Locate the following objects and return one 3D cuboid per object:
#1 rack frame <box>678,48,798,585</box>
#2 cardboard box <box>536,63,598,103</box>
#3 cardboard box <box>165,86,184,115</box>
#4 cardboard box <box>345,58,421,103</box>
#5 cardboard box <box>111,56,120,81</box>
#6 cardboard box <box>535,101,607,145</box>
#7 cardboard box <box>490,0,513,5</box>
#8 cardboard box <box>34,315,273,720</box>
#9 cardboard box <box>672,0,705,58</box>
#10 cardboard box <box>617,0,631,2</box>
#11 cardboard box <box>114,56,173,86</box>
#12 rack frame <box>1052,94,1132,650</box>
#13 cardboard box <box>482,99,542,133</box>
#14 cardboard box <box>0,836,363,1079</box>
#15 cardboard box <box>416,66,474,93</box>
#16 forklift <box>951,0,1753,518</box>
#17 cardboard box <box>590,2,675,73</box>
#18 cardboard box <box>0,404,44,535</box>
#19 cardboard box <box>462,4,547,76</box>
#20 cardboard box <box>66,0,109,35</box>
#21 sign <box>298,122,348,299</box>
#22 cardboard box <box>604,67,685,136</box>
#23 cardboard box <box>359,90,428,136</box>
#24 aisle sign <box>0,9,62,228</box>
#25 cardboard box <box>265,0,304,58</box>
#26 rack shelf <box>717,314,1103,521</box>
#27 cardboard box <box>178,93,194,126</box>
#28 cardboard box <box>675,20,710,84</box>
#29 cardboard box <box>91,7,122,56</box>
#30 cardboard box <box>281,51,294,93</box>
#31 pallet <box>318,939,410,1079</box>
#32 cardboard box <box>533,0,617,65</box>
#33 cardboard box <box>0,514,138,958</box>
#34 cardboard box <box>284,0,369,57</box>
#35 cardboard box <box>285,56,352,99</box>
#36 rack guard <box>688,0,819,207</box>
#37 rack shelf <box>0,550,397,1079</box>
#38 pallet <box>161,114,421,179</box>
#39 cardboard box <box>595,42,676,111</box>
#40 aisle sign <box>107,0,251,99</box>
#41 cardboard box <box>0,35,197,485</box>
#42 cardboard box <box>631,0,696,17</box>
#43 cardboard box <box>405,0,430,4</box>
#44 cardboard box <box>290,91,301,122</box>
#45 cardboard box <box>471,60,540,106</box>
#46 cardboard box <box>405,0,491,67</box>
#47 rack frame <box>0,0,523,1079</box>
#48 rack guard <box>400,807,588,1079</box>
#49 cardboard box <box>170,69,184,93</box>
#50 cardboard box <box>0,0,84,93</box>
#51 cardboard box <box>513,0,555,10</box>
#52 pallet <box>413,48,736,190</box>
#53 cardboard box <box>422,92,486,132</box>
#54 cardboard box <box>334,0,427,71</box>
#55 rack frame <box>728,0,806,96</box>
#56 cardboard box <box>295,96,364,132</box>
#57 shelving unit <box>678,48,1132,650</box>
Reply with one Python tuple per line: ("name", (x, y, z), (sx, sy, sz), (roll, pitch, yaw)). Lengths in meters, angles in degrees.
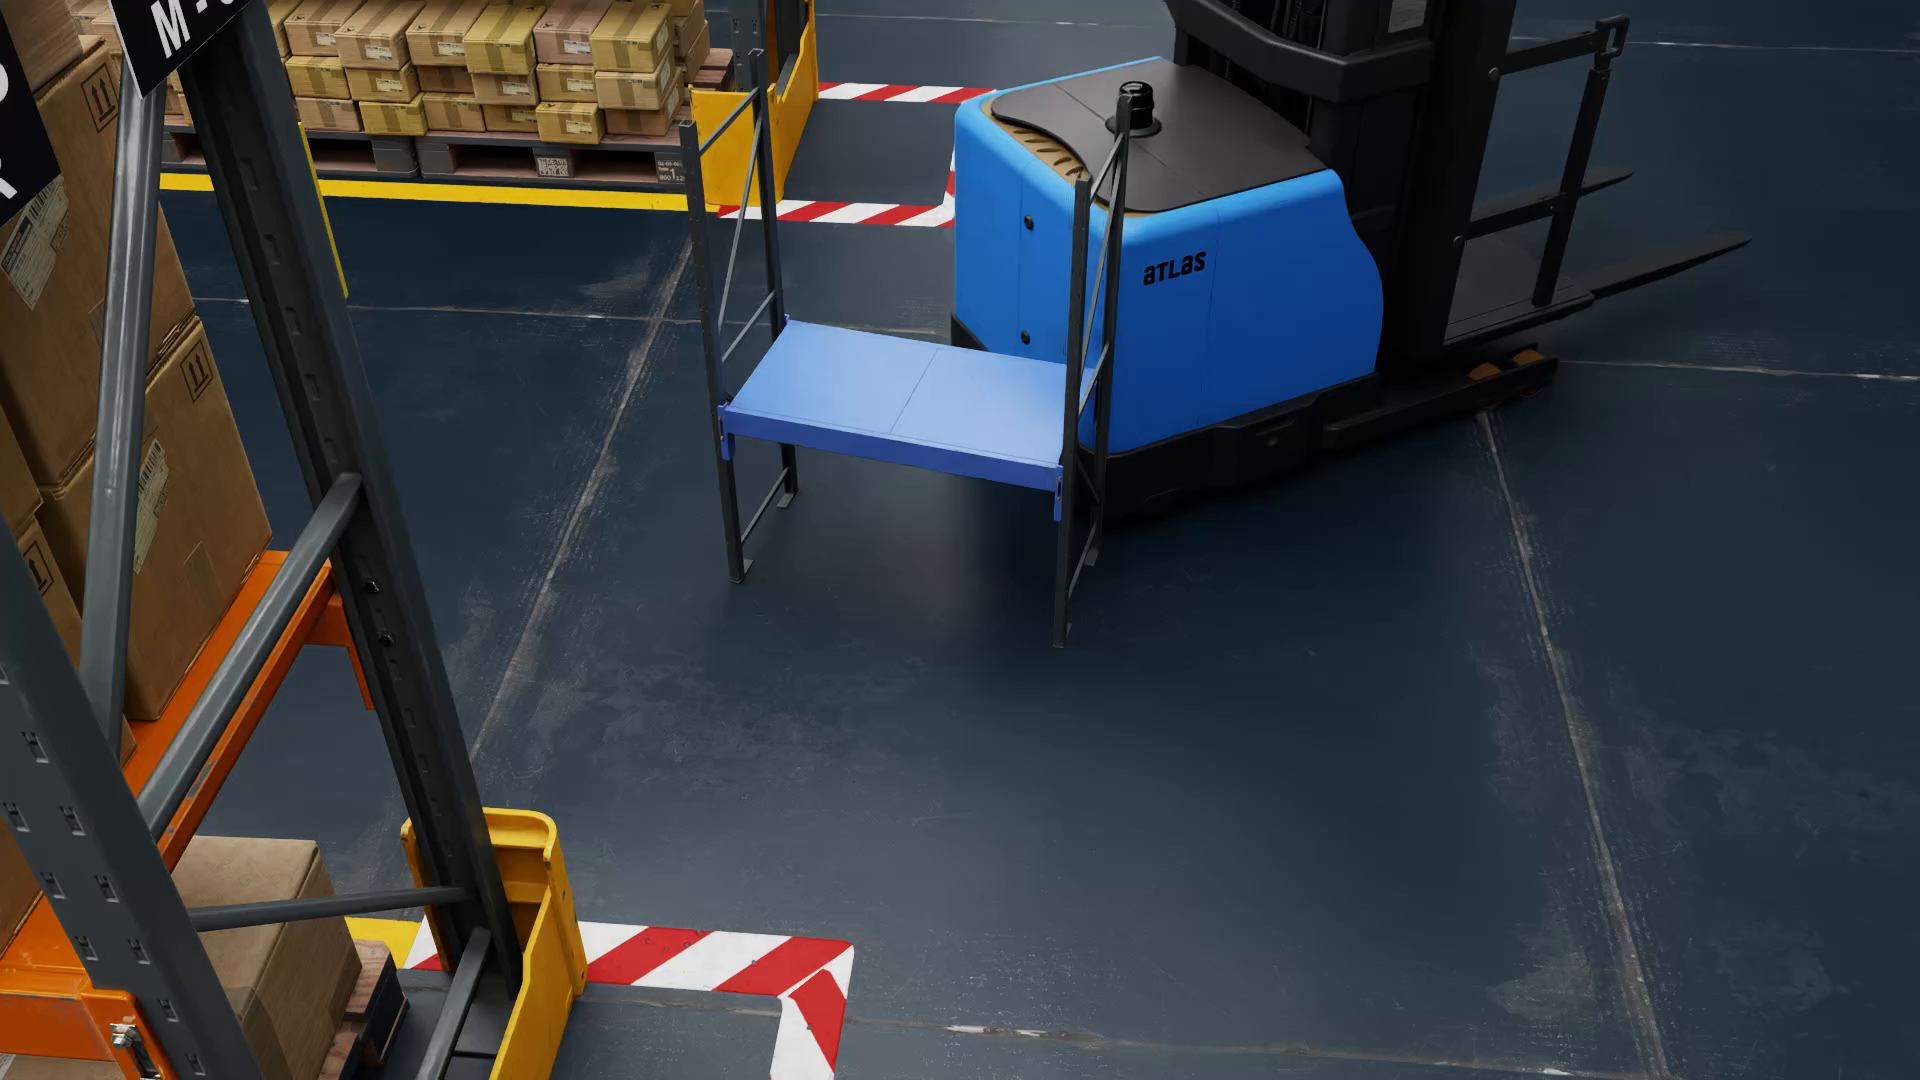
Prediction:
("rack frame", (-0.617, -0.599, 4.798), (0.032, 1.500, 0.500), (11, 40, 13))
("cardboard box", (-1.610, -1.997, 7.017), (0.250, 0.149, 0.380), (2, 39, 3))
("cardboard box", (-3.408, -2.010, 7.269), (0.250, 0.149, 0.380), (2, 39, 2))
("cardboard box", (-2.389, -1.996, 7.016), (0.250, 0.149, 0.380), (4, 39, 5))
("cardboard box", (-3.681, -2.132, 7.183), (0.250, 0.149, 0.380), (1, 39, 2))
("cardboard box", (-1.611, -1.832, 7.050), (0.250, 0.149, 0.380), (4, 39, 5))
("cardboard box", (-2.076, -2.452, 7.341), (0.250, 0.149, 0.380), (1, 39, 2))
("cardboard box", (-1.584, -0.054, 2.861), (0.500, 0.500, 0.500), (3, 39, 3))
("cardboard box", (-1.304, -2.289, 7.377), (0.250, 0.149, 0.380), (5, 39, 6))
("cardboard box", (-1.582, -2.396, 7.272), (0.250, 0.149, 0.380), (4, 39, 5))
("cardboard box", (-3.409, -2.102, 7.146), (0.250, 0.149, 0.380), (5, 39, 6))
("rack frame", (0.357, -0.415, 4.572), (0.032, 1.500, 0.500), (11, 40, 13))
("cardboard box", (-1.867, -1.900, 7.134), (0.250, 0.149, 0.380), (3, 39, 4))
("cardboard box", (-1.796, 1.050, 3.281), (0.875, 0.438, 0.875), (2, 39, 2))
("cardboard box", (-2.131, -2.055, 7.089), (0.250, 0.149, 0.380), (3, 39, 3))
("forklift", (1.517, -1.860, 5.213), (3.031, 2.935, 1.130), (-18, 43, -21))
("cardboard box", (-1.353, -2.084, 6.889), (0.250, 0.149, 0.380), (4, 39, 4))
("cardboard box", (-1.631, -0.111, 2.139), (0.500, 0.500, 0.500), (4, 39, 5))
("cardboard box", (-1.867, -2.068, 6.869), (0.250, 0.149, 0.380), (2, 39, 3))
("cardboard box", (-3.676, -2.249, 7.091), (0.250, 0.149, 0.380), (2, 39, 3))
("sign", (-1.076, -0.523, 2.768), (0.005, 0.325, 0.100), (3, 39, 4))
("cardboard box", (-1.346, -1.882, 7.111), (0.250, 0.149, 0.380), (4, 39, 5))
("cardboard box", (-2.374, -1.880, 7.109), (0.250, 0.149, 0.380), (1, 39, 2))
("aisle sign", (-1.085, -0.618, 1.573), (0.004, 0.787, 0.394), (3, 39, 4))
("cardboard box", (-2.909, -2.182, 7.010), (0.250, 0.149, 0.380), (3, 39, 4))
("rack shelf", (-0.130, -0.368, 4.799), (1.000, 0.185, 0.538), (11, 40, 13))
("cardboard box", (-3.158, -1.935, 7.177), (0.250, 0.149, 0.380), (2, 39, 3))
("cardboard box", (-1.298, -2.214, 7.520), (0.250, 0.149, 0.380), (4, 39, 5))
("cardboard box", (-3.430, -2.183, 7.011), (0.250, 0.149, 0.380), (4, 39, 5))
("cardboard box", (-2.920, -2.019, 7.045), (0.250, 0.149, 0.380), (4, 39, 4))
("pallet", (-1.934, 1.279, 3.512), (1.213, 0.211, 1.003), (3, 39, 4))
("cardboard box", (-1.598, -2.134, 6.950), (0.250, 0.149, 0.380), (4, 39, 5))
("cardboard box", (-1.634, 0.293, 2.434), (0.500, 0.500, 0.500), (3, 39, 4))
("cardboard box", (-2.645, -2.186, 7.014), (0.250, 0.149, 0.380), (2, 39, 2))
("cardboard box", (-2.643, -2.022, 7.048), (0.250, 0.149, 0.380), (5, 39, 6))
("rack guard", (-0.880, -1.962, 7.264), (0.348, 0.500, 1.175), (3, 39, 4))
("rack shelf", (-3.123, 0.362, 2.999), (4.000, 0.370, 1.077), (3, 39, 4))
("pallet", (-2.898, -1.984, 7.520), (1.213, 0.211, 1.003), (3, 39, 4))
("cardboard box", (-1.354, -1.949, 6.958), (0.250, 0.149, 0.380), (2, 39, 3))
("aisle sign", (-1.034, -0.995, 2.037), (0.004, 0.787, 0.394), (3, 39, 4))
("cardboard box", (-1.584, -0.440, 2.543), (0.500, 0.500, 0.500), (2, 39, 3))
("cardboard box", (-1.297, -2.457, 7.347), (0.250, 0.149, 0.380), (1, 39, 2))
("cardboard box", (-2.351, -2.473, 7.367), (0.250, 0.149, 0.380), (5, 39, 6))
("cardboard box", (-2.890, -1.969, 7.218), (0.250, 0.149, 0.380), (4, 39, 5))
("cardboard box", (-1.872, -1.976, 6.991), (0.250, 0.149, 0.380), (2, 39, 2))
("cardboard box", (-2.120, -2.122, 6.936), (0.250, 0.149, 0.380), (2, 39, 2))
("rack frame", (-1.130, 0.192, 2.638), (0.127, 3.000, 1.000), (3, 39, 4))
("rack guard", (-1.106, 1.163, 3.426), (0.348, 0.500, 1.175), (3, 39, 4))
("cardboard box", (-3.163, -2.049, 7.081), (0.250, 0.149, 0.380), (3, 39, 3))
("cardboard box", (-1.460, -0.680, 2.324), (0.250, 0.149, 0.380), (4, 39, 5))
("cardboard box", (-1.821, -2.491, 7.388), (0.250, 0.149, 0.380), (3, 39, 4))
("pallet", (-1.686, -1.916, 7.437), (1.213, 0.211, 1.003), (3, 39, 4))
("cardboard box", (-2.114, -1.906, 7.141), (0.250, 0.149, 0.380), (4, 39, 4))
("cardboard box", (-2.392, -2.102, 6.911), (0.250, 0.149, 0.380), (5, 39, 6))
("rack frame", (-0.804, -2.927, 6.470), (0.127, 3.000, 1.000), (3, 39, 4))
("cardboard box", (-2.644, -1.908, 7.143), (0.250, 0.149, 0.380), (4, 39, 5))
("shelving unit", (-0.130, -0.507, 4.685), (1.048, 1.500, 0.538), (11, 40, 13))
